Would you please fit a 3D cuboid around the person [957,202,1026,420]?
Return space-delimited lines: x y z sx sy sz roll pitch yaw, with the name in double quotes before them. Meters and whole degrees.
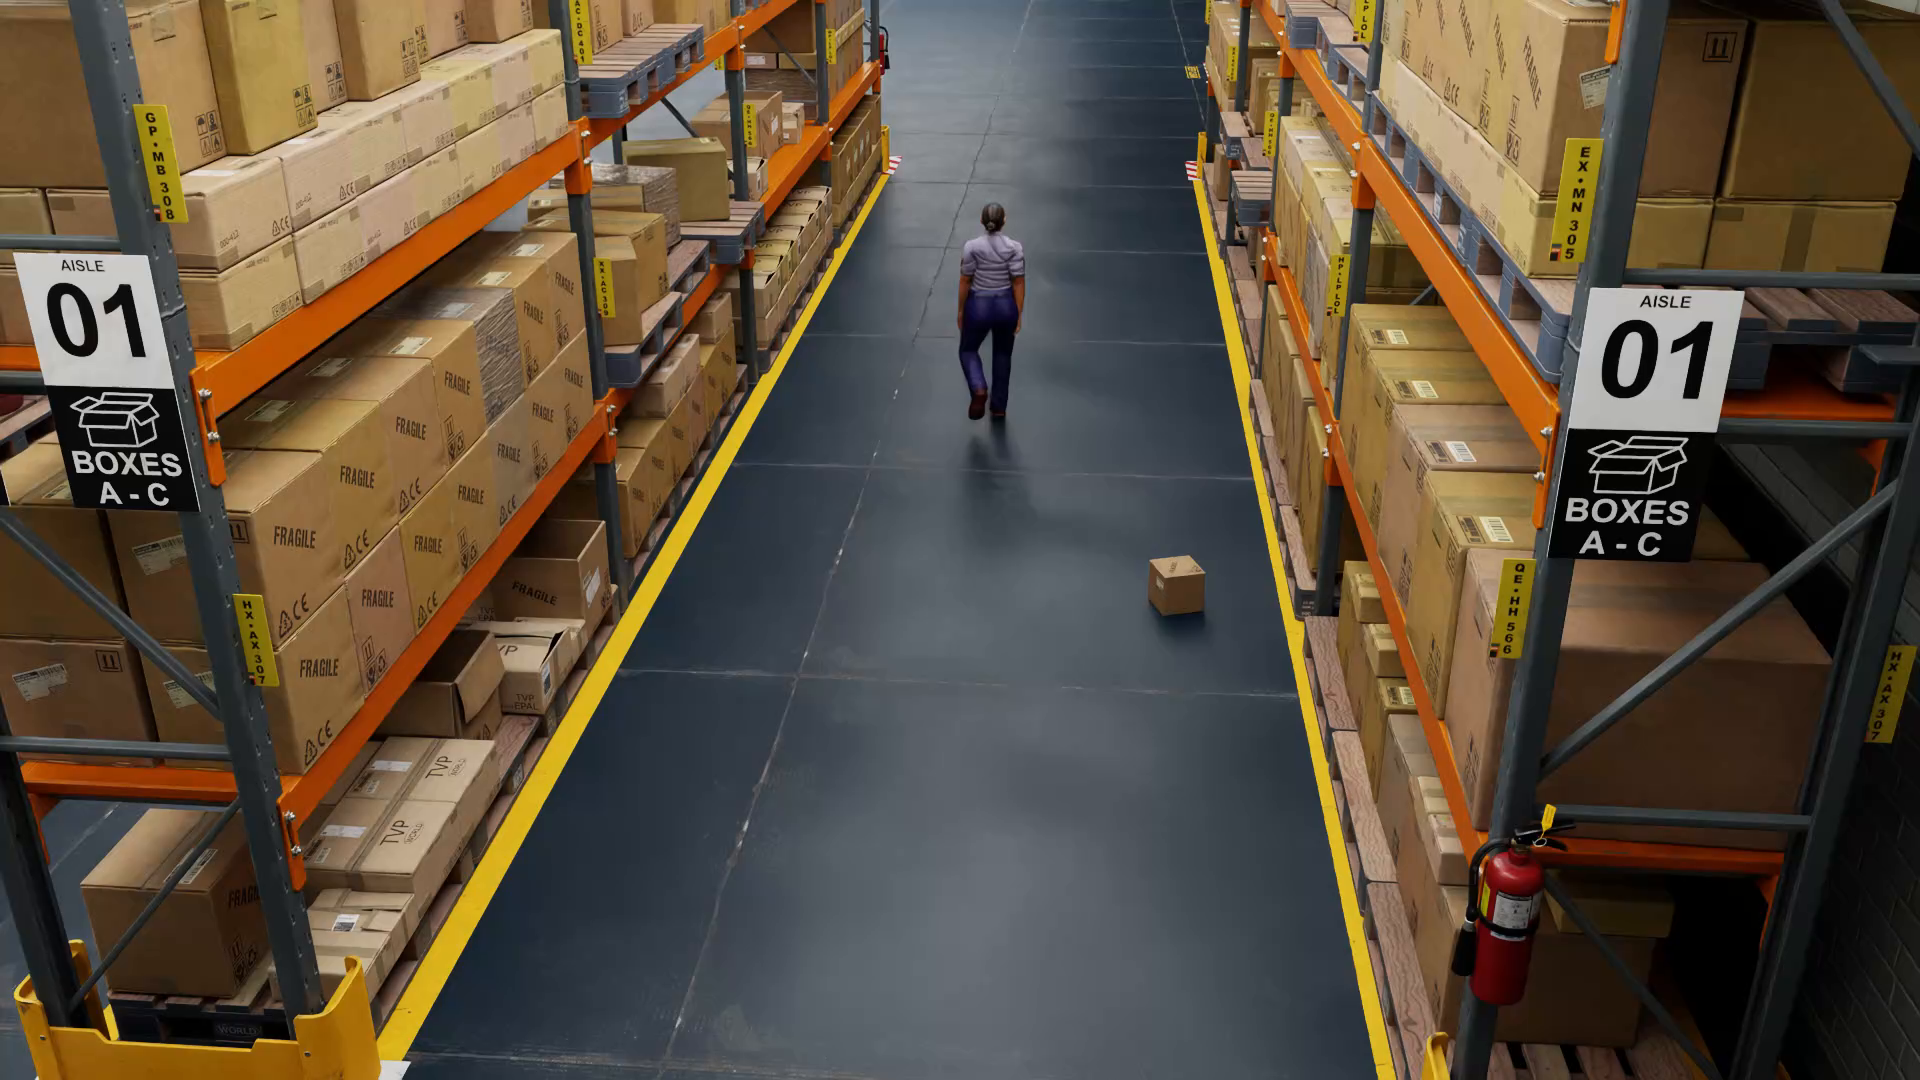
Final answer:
"person" 0.228 -1.652 12.177 0.490 1.623 0.558 -2 25 -5
